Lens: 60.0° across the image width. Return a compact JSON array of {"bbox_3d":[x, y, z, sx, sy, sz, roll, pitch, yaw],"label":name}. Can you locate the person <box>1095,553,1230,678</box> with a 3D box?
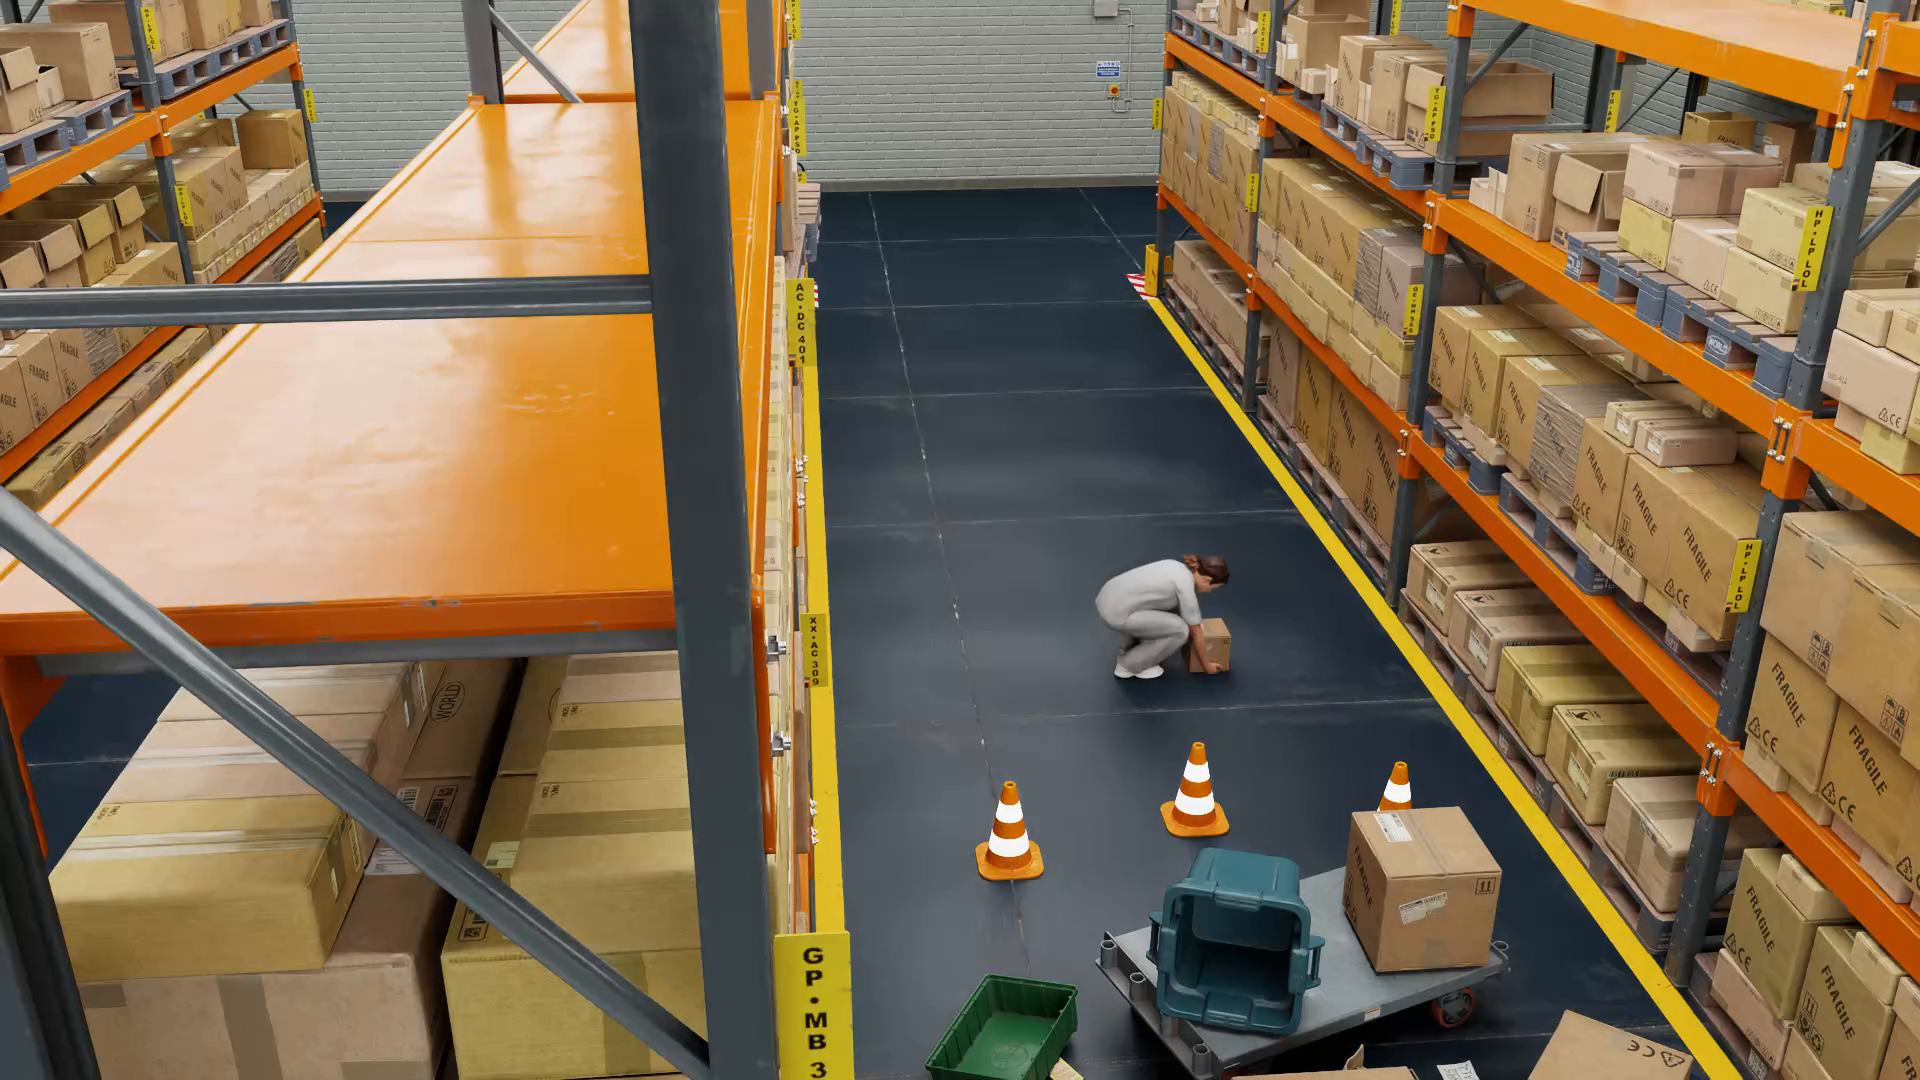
[{"bbox_3d":[1.270,0.473,10.435,0.848,0.793,0.456,-3,24,-6],"label":"person"}]
